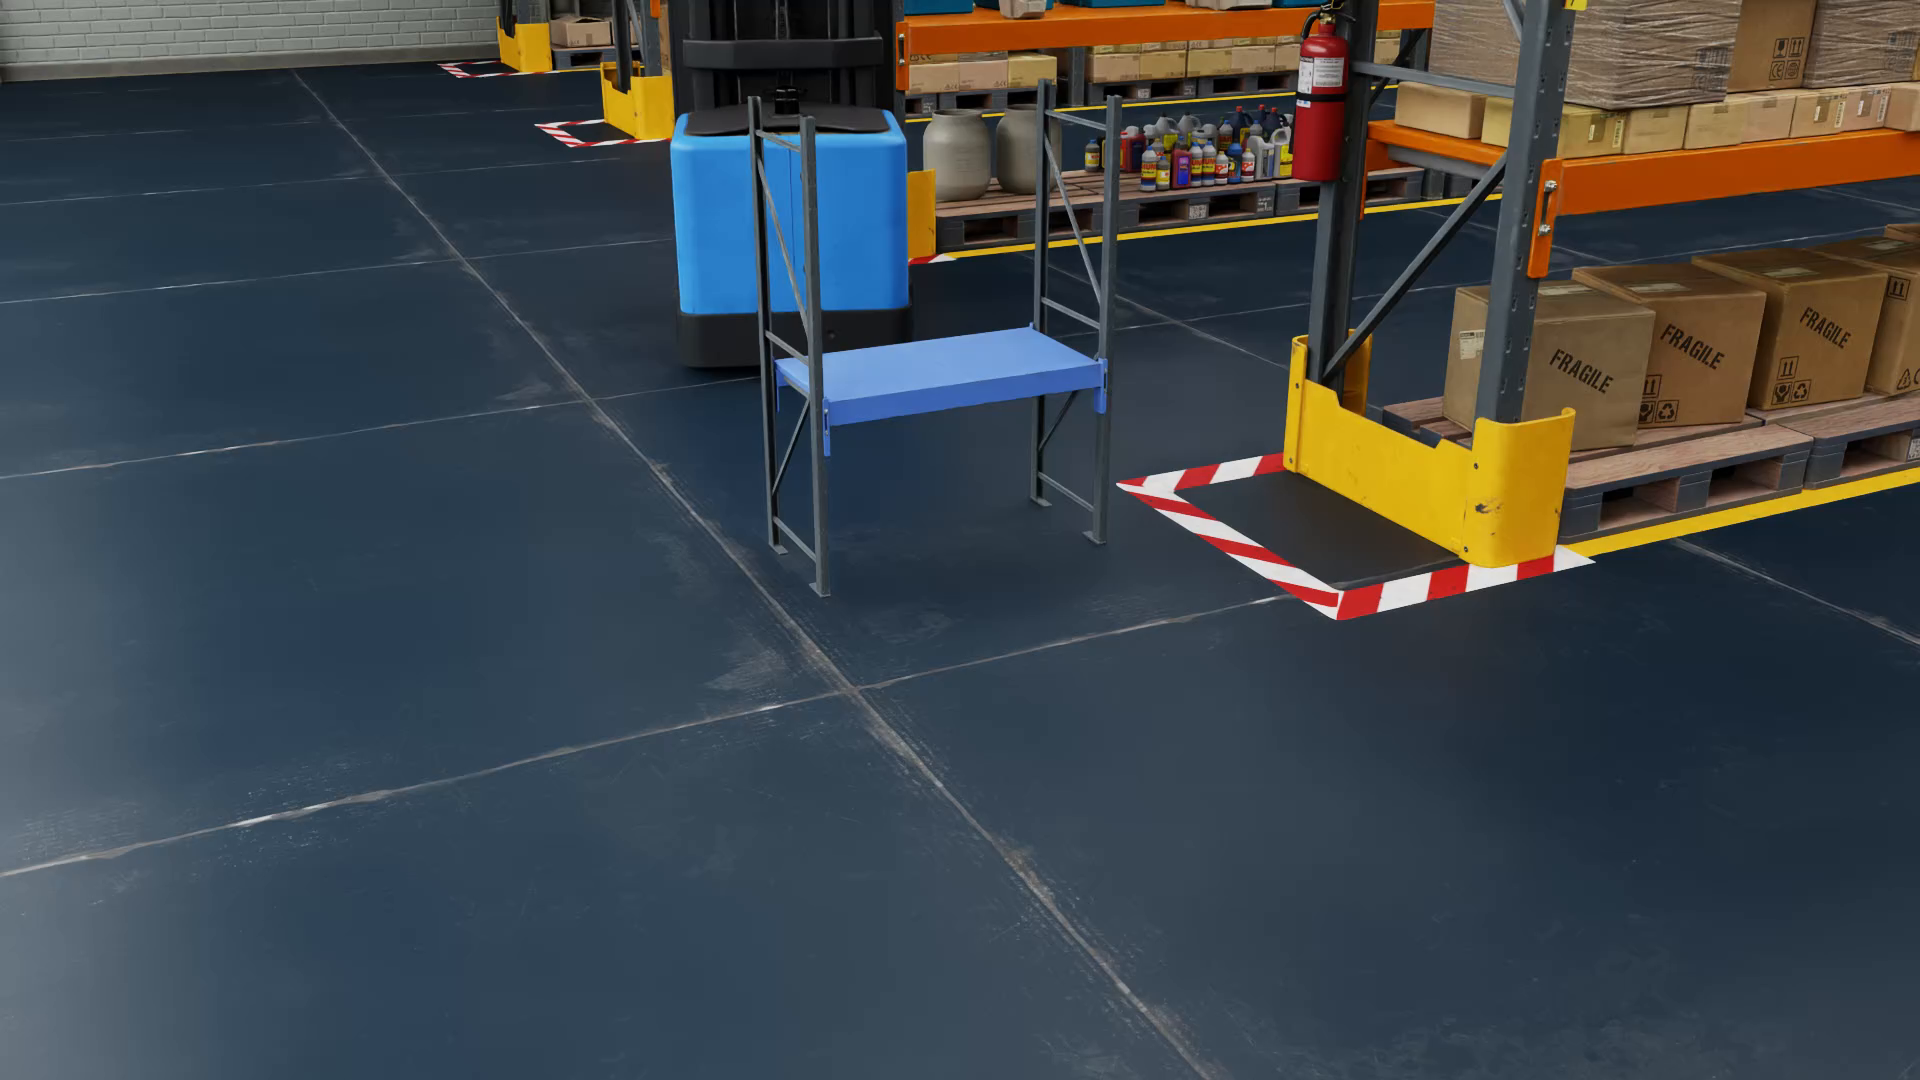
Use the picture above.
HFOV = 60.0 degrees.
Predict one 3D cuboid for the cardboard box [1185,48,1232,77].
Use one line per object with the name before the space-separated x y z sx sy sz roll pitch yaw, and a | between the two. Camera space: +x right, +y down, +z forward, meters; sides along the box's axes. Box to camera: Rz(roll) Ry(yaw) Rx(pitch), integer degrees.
cardboard box | 2.279 -4.656 16.121 0.500 0.250 0.500 -11 25 -25

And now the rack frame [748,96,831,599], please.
rack frame | -0.535 -0.594 5.225 0.032 1.500 0.500 -10 25 -24

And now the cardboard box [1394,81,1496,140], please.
cardboard box | 1.737 -1.504 5.789 0.250 0.149 0.380 -10 25 -24

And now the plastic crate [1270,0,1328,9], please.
plastic crate | 2.147 -3.526 10.540 0.616 0.251 0.499 -10 25 -24

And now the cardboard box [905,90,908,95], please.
cardboard box | -0.791 -4.100 14.779 0.500 0.250 0.500 -10 25 -24

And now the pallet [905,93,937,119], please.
pallet | -0.954 -3.970 15.064 1.213 0.211 1.003 -10 25 -24

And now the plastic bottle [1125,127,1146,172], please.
plastic bottle | 1.172 -2.608 11.104 0.133 0.283 0.061 -10 25 -24

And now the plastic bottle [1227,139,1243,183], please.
plastic bottle | 1.772 -2.451 10.742 0.097 0.271 0.097 0 22 0

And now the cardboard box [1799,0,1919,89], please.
cardboard box | 2.945 -1.959 6.041 0.500 0.500 0.875 -10 25 -24

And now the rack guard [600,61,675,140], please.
rack guard | -2.745 -3.757 14.172 0.348 0.500 1.175 -10 25 -24

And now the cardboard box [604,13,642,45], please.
cardboard box | -3.699 -5.762 18.687 0.500 0.311 0.500 -8 24 -19

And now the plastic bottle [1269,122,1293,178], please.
plastic bottle | 2.107 -2.559 10.899 0.185 0.351 0.144 -11 25 -24

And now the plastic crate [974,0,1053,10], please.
plastic crate | 0.331 -3.431 10.312 0.408 0.251 0.499 -10 25 -24

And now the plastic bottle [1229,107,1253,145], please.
plastic bottle | 1.949 -2.829 11.550 0.185 0.351 0.144 -12 25 -26

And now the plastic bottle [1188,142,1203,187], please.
plastic bottle | 1.500 -2.401 10.620 0.097 0.271 0.097 0 22 0

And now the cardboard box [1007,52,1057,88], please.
cardboard box | 0.558 -4.351 15.384 0.500 0.250 0.500 -10 25 -24

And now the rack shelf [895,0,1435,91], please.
rack shelf | 1.224 -3.207 10.517 4.000 0.370 1.077 -10 25 -24

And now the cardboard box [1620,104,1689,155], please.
cardboard box | 2.164 -1.385 5.503 0.250 0.149 0.380 -10 25 -24

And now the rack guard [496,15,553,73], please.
rack guard | -4.806 -5.480 18.335 0.348 0.500 1.175 -10 25 -24

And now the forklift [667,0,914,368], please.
forklift | -0.899 -2.650 8.319 1.130 2.935 3.031 -3 23 -6

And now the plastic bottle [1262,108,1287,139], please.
plastic bottle | 2.181 -2.810 11.506 0.185 0.351 0.144 -10 25 -24

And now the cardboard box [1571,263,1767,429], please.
cardboard box | 2.664 -0.749 6.357 0.500 0.500 0.500 -4 23 -10

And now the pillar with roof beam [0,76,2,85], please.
pillar with roof beam | -8.158 -7.330 11.691 0.400 9.000 9.100 -10 25 -24

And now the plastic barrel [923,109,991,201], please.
plastic barrel | -0.018 -2.388 10.301 0.421 0.512 0.421 0 22 0

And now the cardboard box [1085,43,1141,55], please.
cardboard box | 1.362 -4.745 15.603 0.500 0.311 0.500 -10 25 -23

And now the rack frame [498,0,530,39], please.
rack frame | -4.875 -6.622 17.826 0.127 3.000 1.000 -10 25 -24

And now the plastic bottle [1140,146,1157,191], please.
plastic bottle | 1.191 -2.344 10.483 0.097 0.271 0.097 0 22 0

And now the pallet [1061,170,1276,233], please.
pallet | 1.302 -2.282 10.988 1.213 0.211 1.003 -10 25 -24

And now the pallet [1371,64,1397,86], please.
pallet | 3.727 -4.831 17.145 1.213 0.211 1.003 -10 25 -24

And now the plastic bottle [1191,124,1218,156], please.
plastic bottle | 1.653 -2.677 11.281 0.135 0.276 0.152 -10 25 -24

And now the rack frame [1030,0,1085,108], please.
rack frame | 0.881 -5.579 15.307 0.127 3.000 1.000 -10 25 -24

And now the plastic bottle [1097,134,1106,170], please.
plastic bottle | 0.984 -2.638 11.177 0.133 0.283 0.061 -10 24 -22

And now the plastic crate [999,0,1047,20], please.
plastic crate | 0.368 -3.124 9.719 0.250 0.136 0.298 -10 25 -24

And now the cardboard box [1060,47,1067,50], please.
cardboard box | 1.122 -4.928 16.046 0.500 0.311 0.500 -10 25 -24

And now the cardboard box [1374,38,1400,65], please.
cardboard box | 4.117 -4.995 16.941 0.500 0.250 0.500 -10 24 -22

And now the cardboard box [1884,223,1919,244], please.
cardboard box | 4.284 -1.054 7.093 0.500 0.500 0.500 -3 23 -7

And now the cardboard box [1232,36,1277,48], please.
cardboard box | 2.746 -5.000 16.220 0.500 0.311 0.500 -10 24 -22

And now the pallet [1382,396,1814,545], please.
pallet | 2.386 -0.348 6.315 1.213 0.211 1.003 -10 25 -24

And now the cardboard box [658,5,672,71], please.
cardboard box | -2.369 -4.377 14.468 0.500 0.500 0.500 -10 25 -24

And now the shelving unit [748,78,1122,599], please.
shelving unit | -0.077 -0.679 5.429 1.048 1.500 0.538 -10 25 -24

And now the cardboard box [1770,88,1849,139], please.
cardboard box | 2.840 -1.509 5.802 0.250 0.149 0.380 -10 25 -24

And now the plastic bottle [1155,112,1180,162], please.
plastic bottle | 1.398 -2.727 11.305 0.185 0.351 0.144 -9 24 -21
